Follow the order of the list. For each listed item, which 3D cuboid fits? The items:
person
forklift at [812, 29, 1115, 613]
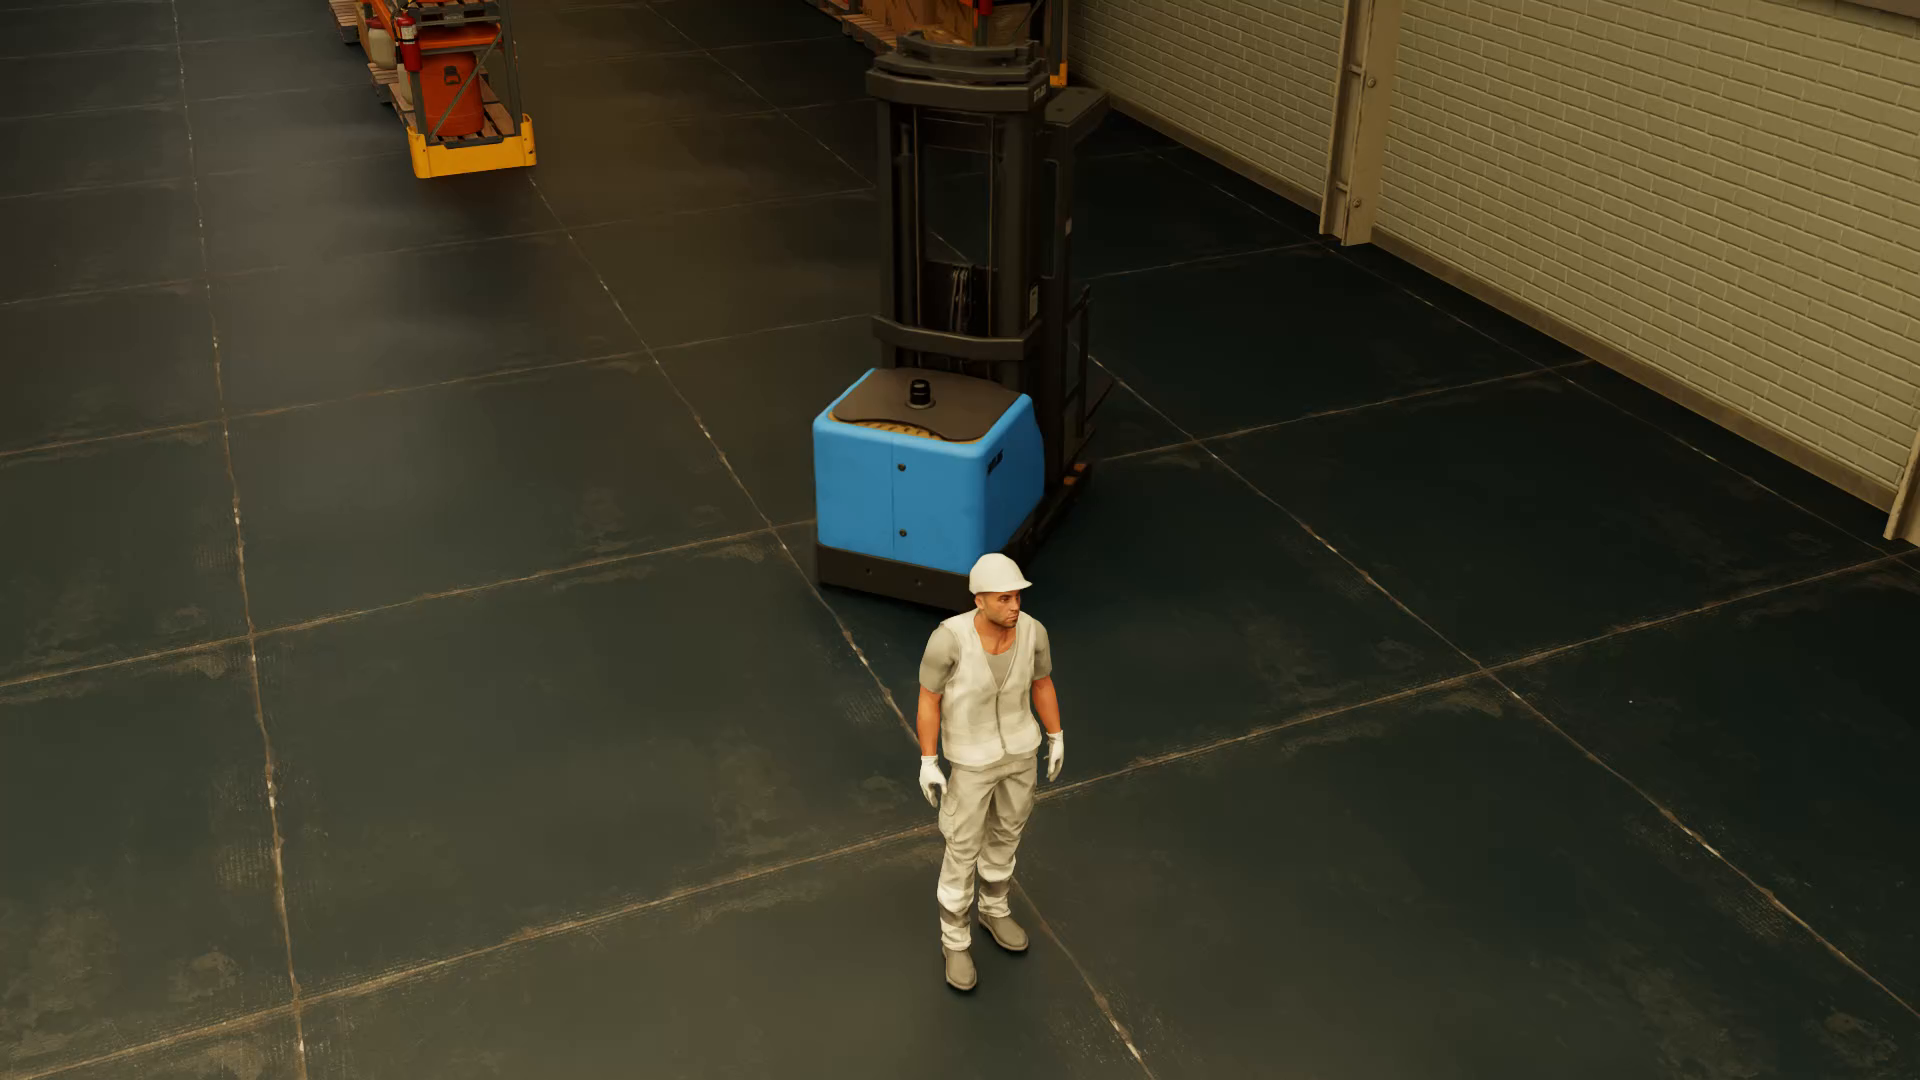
[{"bbox_3d":[0.151,0.907,6.668,0.638,1.789,0.563,-13,32,-21],"label":"person"},{"bbox_3d":[0.199,-1.581,9.884,1.130,2.935,3.031,11,32,19],"label":"forklift"}]
